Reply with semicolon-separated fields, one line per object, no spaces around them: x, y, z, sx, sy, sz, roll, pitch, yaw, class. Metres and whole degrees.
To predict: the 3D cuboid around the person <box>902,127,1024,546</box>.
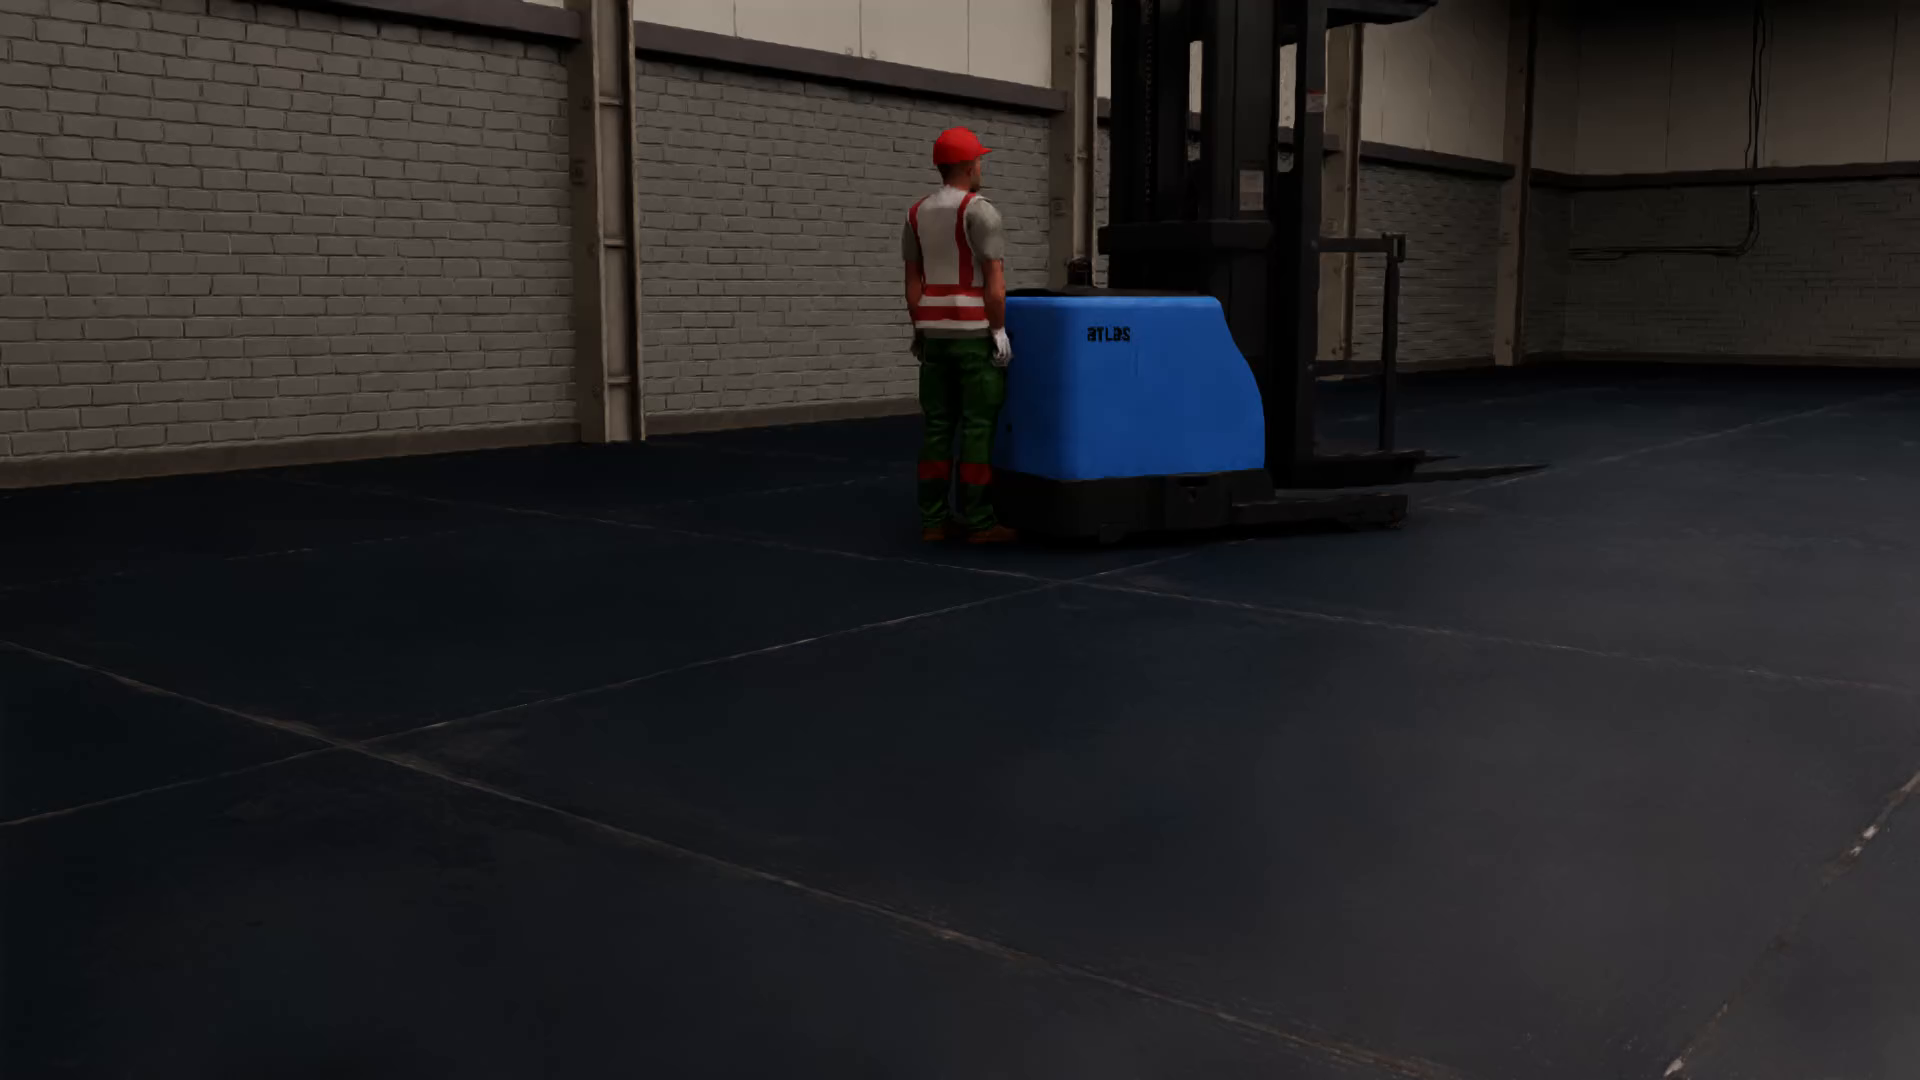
0.012;-0.889;7.292;0.540;1.795;0.349;7;11;38;person

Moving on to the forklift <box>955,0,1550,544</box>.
1.527;-1.558;7.926;3.031;2.935;1.130;-4;9;-27;forklift
